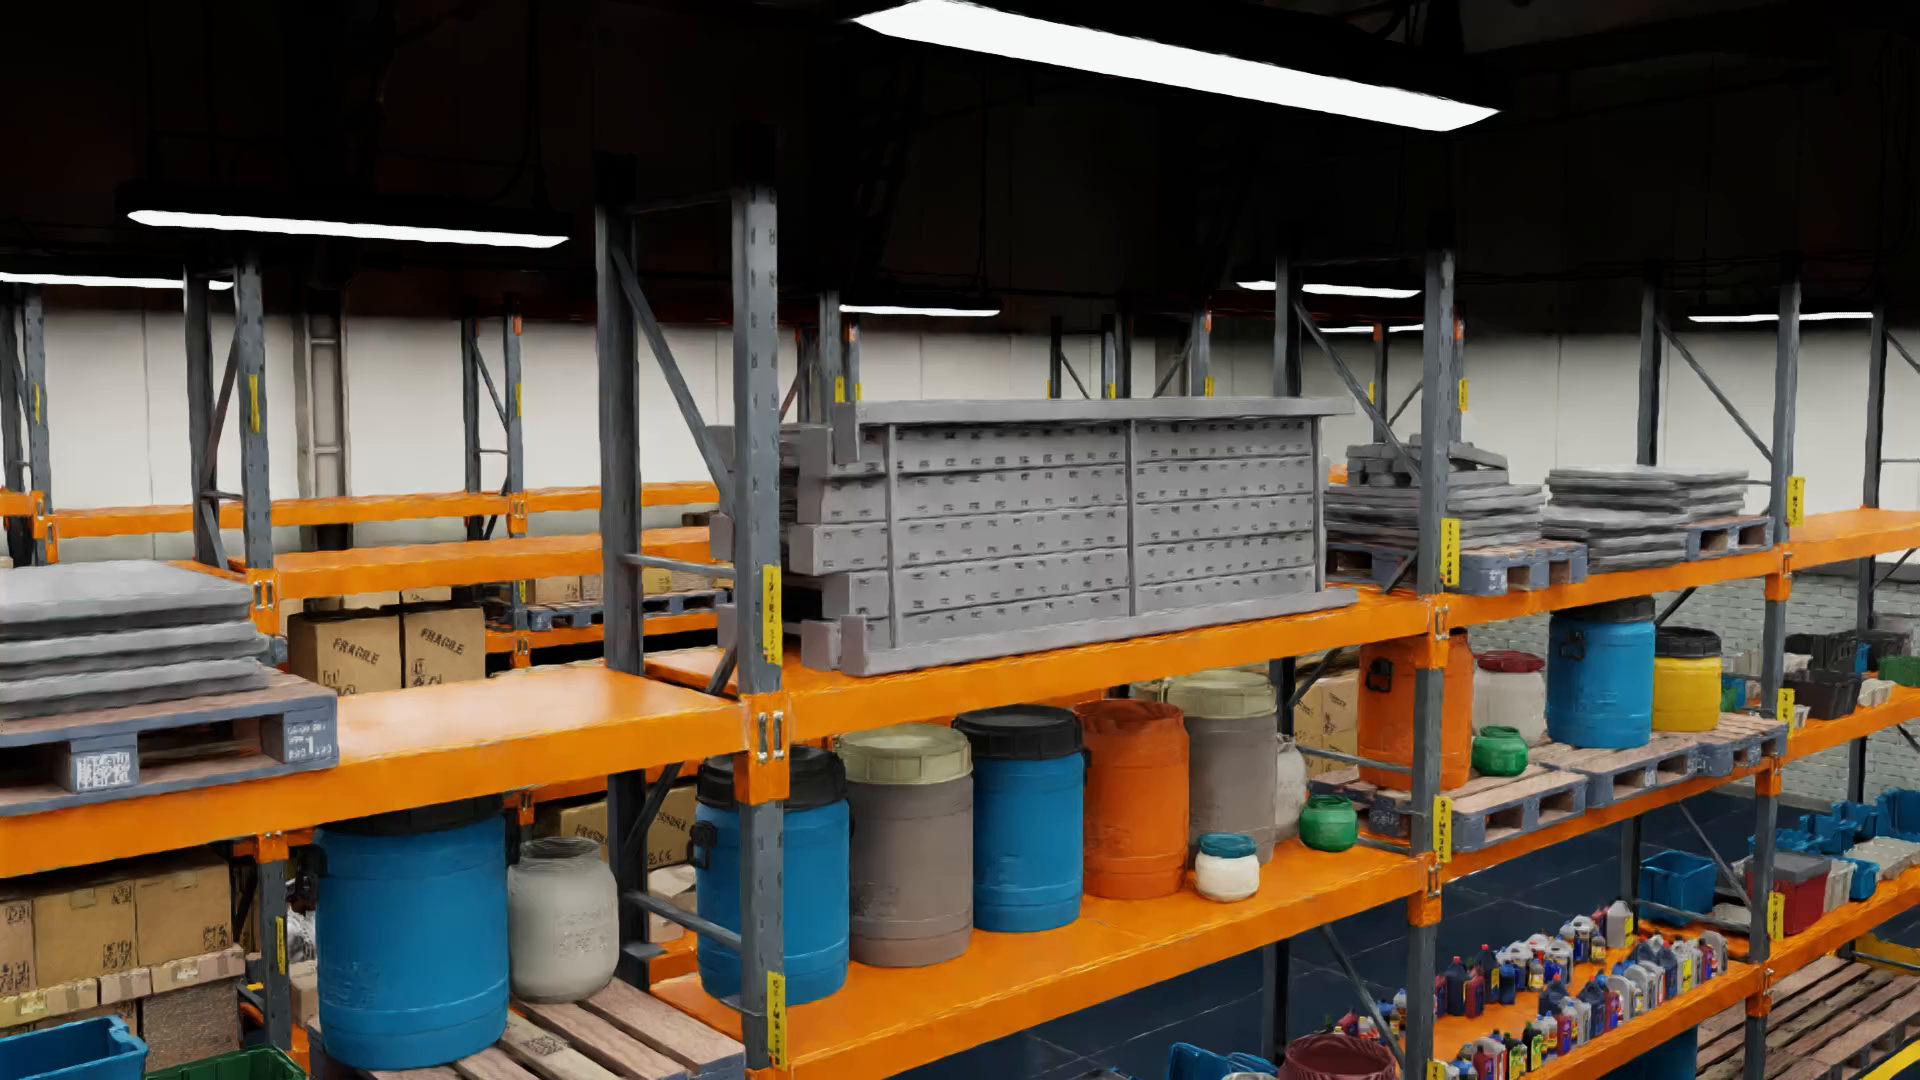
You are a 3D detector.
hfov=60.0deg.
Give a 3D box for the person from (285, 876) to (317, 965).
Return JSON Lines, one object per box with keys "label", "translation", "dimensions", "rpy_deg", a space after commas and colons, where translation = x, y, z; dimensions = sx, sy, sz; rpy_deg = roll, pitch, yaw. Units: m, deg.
{"label": "person", "translation": [-4.628, 3.204, 11.830], "dimensions": [0.422, 1.677, 0.502], "rpy_deg": [2, 6, 17]}
